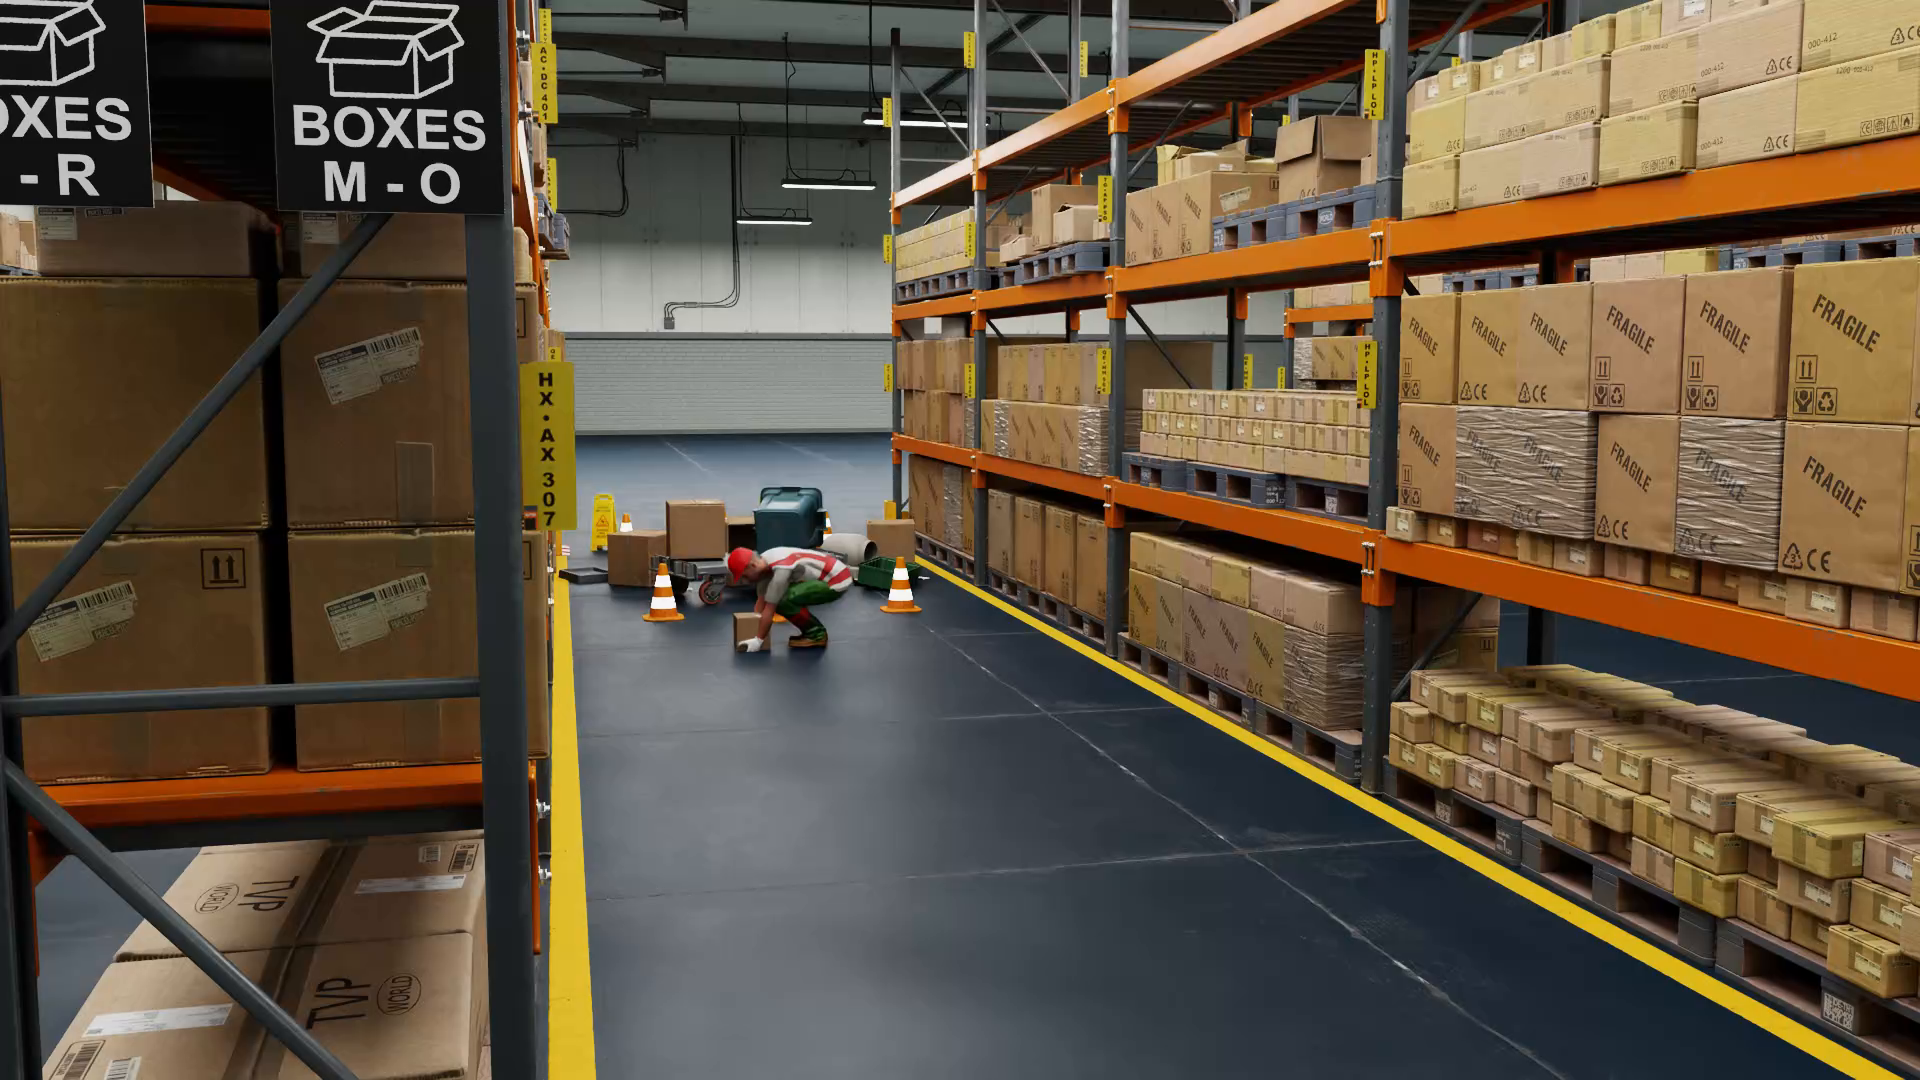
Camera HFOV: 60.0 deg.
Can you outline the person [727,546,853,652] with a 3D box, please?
[{"bbox_3d":[-1.288,0.446,12.599,0.946,0.813,0.534,-2,6,-15],"label":"person"}]
